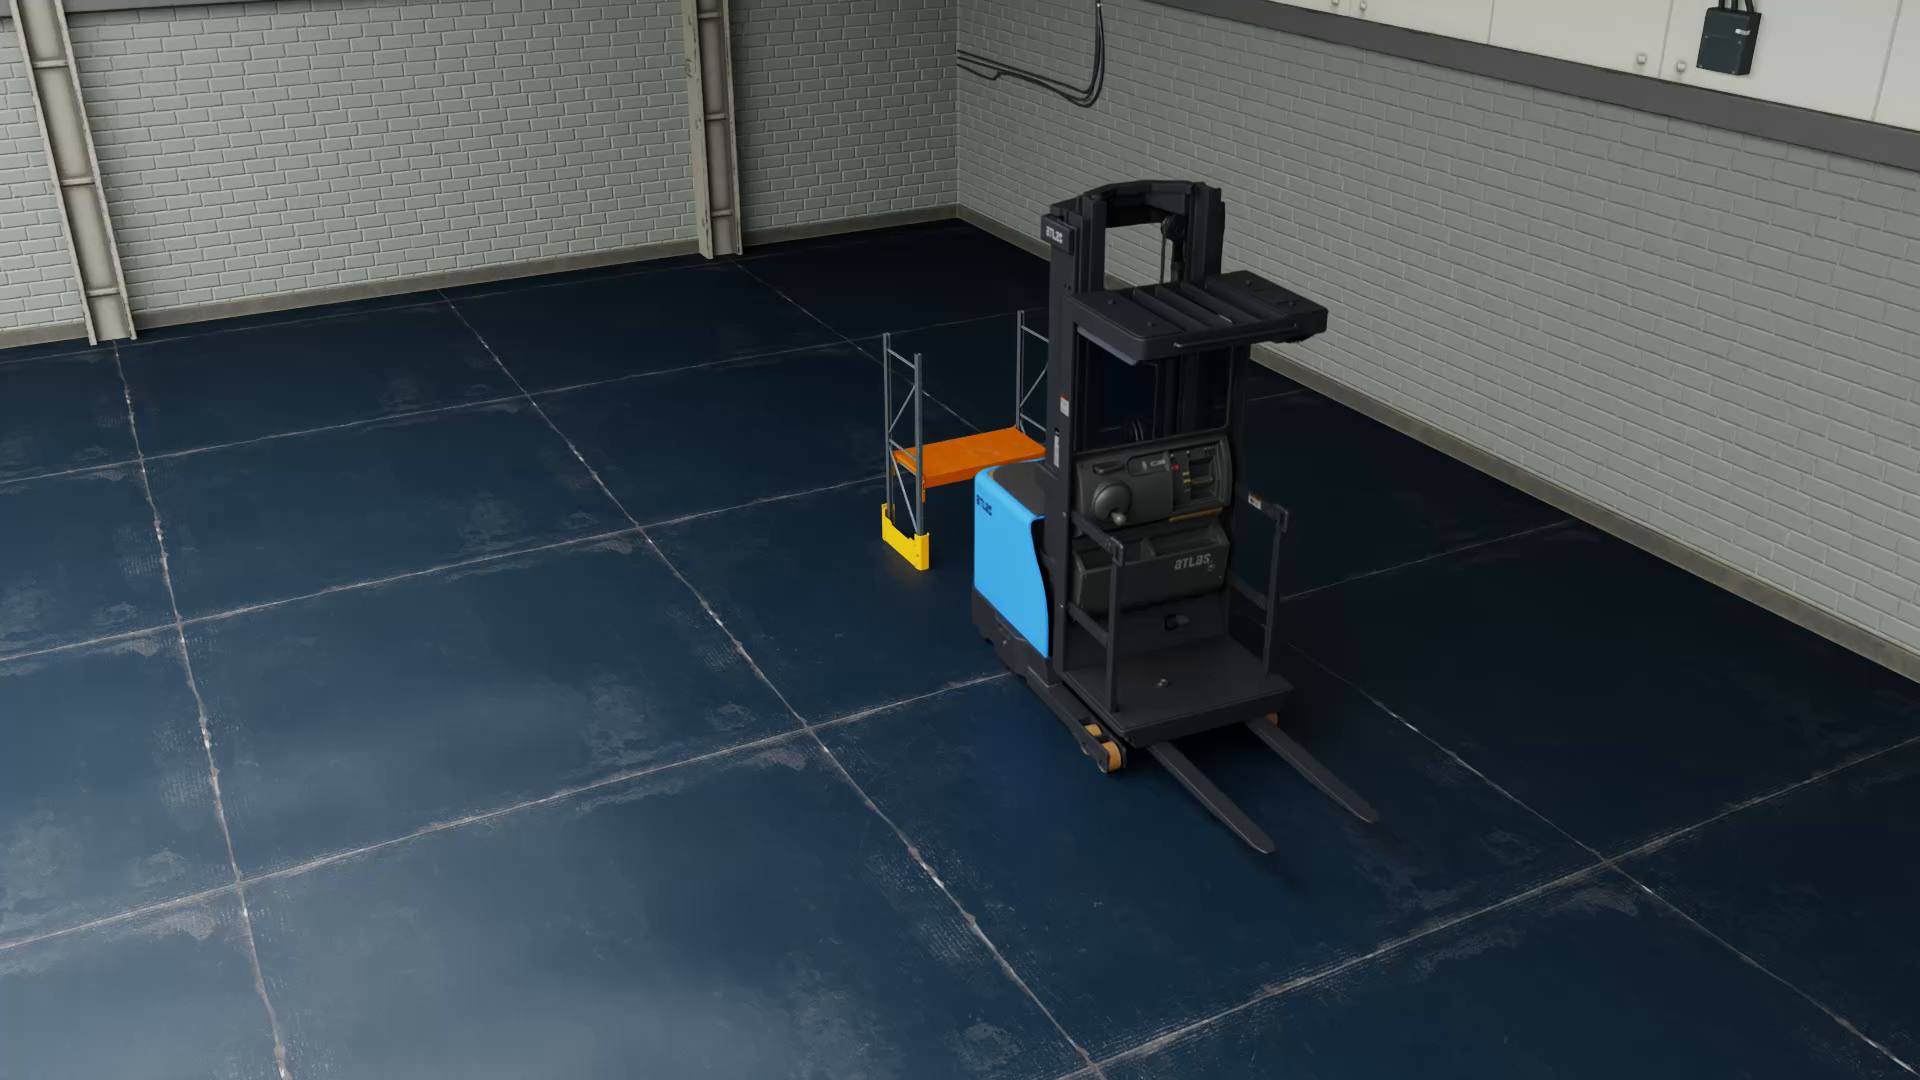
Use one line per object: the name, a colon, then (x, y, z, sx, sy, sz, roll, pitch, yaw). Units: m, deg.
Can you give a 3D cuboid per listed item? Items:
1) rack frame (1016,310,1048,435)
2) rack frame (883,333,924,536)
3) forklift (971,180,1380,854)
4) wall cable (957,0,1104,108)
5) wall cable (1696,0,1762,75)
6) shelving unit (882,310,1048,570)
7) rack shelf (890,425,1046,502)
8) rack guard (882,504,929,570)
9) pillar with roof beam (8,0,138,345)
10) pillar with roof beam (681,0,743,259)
rack frame: (0.524, -0.797, 11.479, 0.032, 1.500, 0.500, -13, 29, -25)
rack frame: (-0.373, -0.590, 11.048, 0.032, 1.500, 0.500, -13, 29, -25)
forklift: (1.138, -0.283, 8.755, 1.130, 2.935, 3.031, -11, 28, -22)
wall cable: (0.629, -5.863, 16.954, 0.112, 2.526, 3.097, -13, 29, -25)
wall cable: (5.082, -5.167, 7.987, 0.169, 6.003, 2.305, -13, 29, -25)
shelving unit: (0.067, -0.692, 11.260, 1.083, 1.500, 0.587, -13, 29, -25)
rack shelf: (0.075, -0.531, 11.342, 1.000, 0.185, 0.538, -13, 29, -25)
rack guard: (-0.372, -0.027, 11.319, 0.087, 0.250, 0.587, -13, 29, -25)
pillar with roof beam: (-5.861, -4.301, 10.114, 0.400, 9.000, 9.100, -13, 29, -25)
pillar with roof beam: (-0.567, -5.523, 12.659, 0.400, 9.000, 9.100, -13, 29, -25)
